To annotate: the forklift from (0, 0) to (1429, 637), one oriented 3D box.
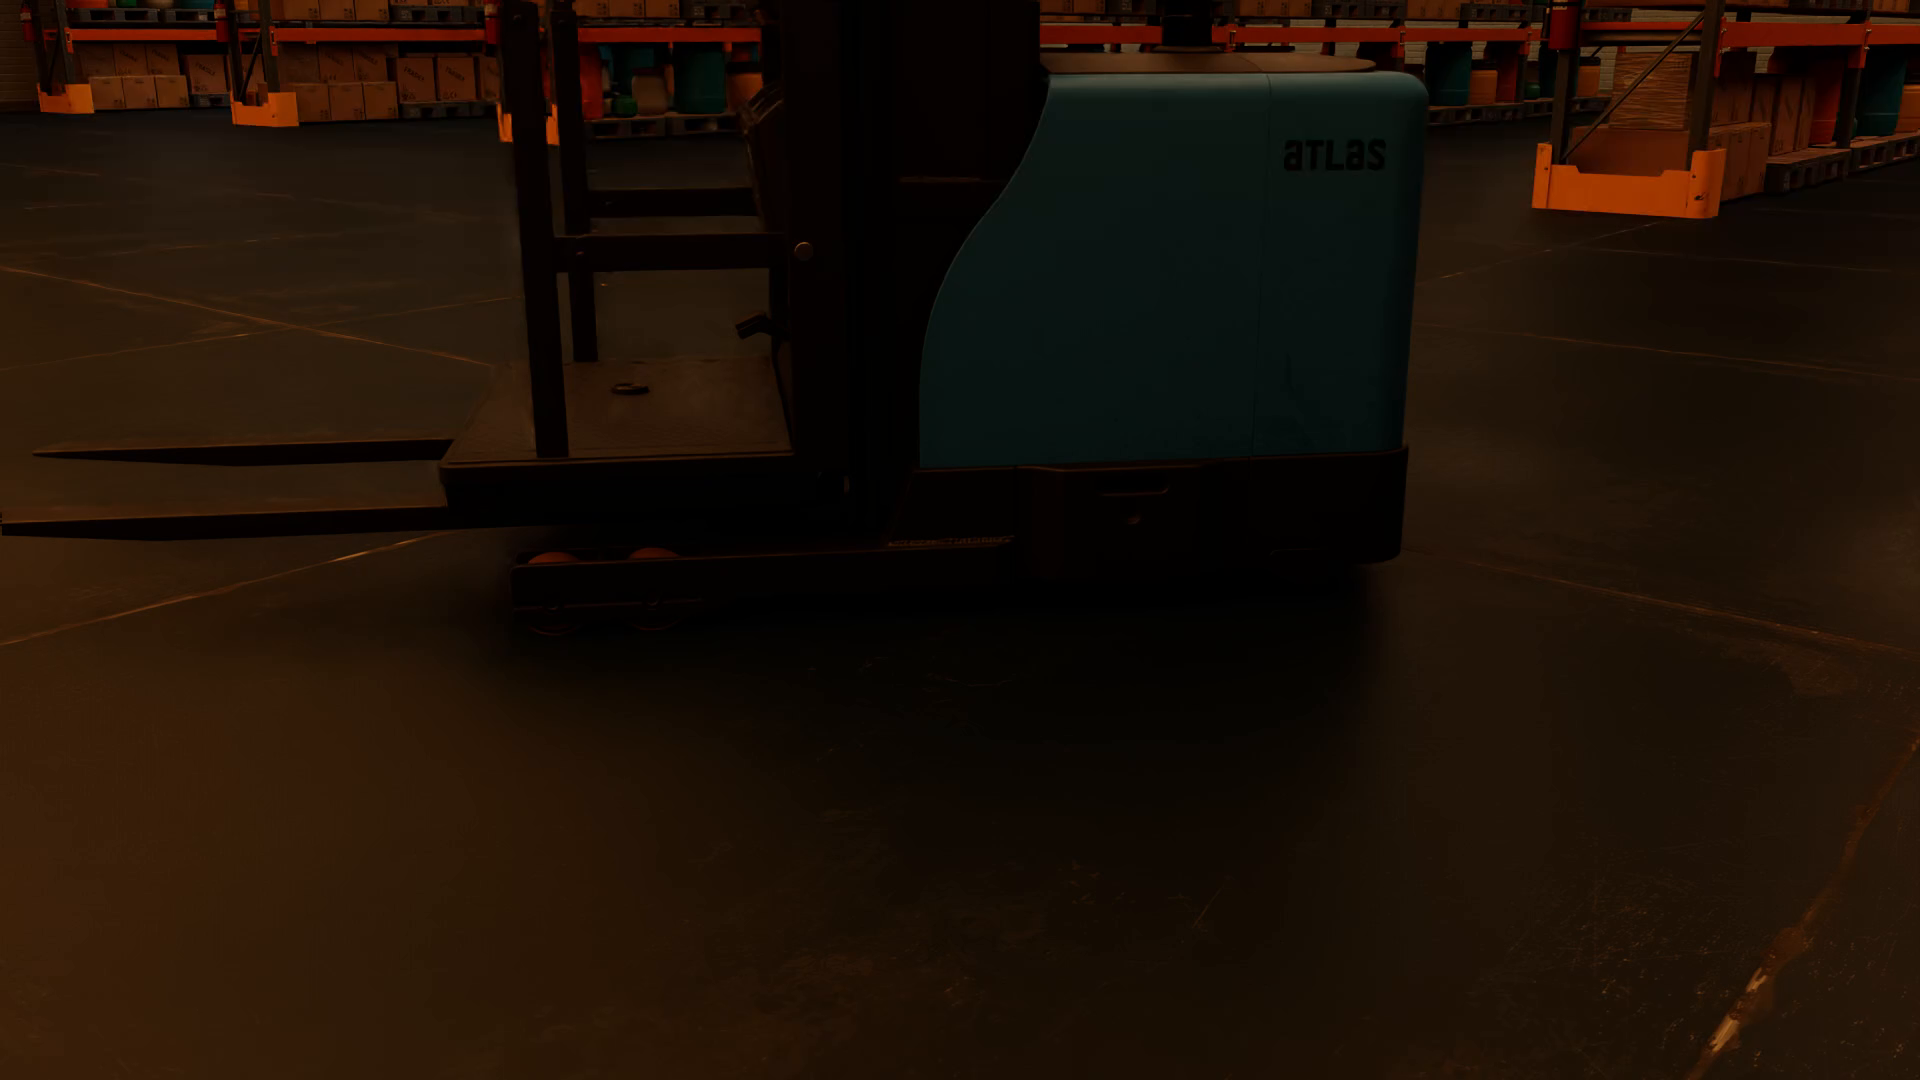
[{"bbox_3d":[-0.604,-1.375,3.424,3.031,2.935,1.130,-2,17,-8],"label":"forklift"}]
